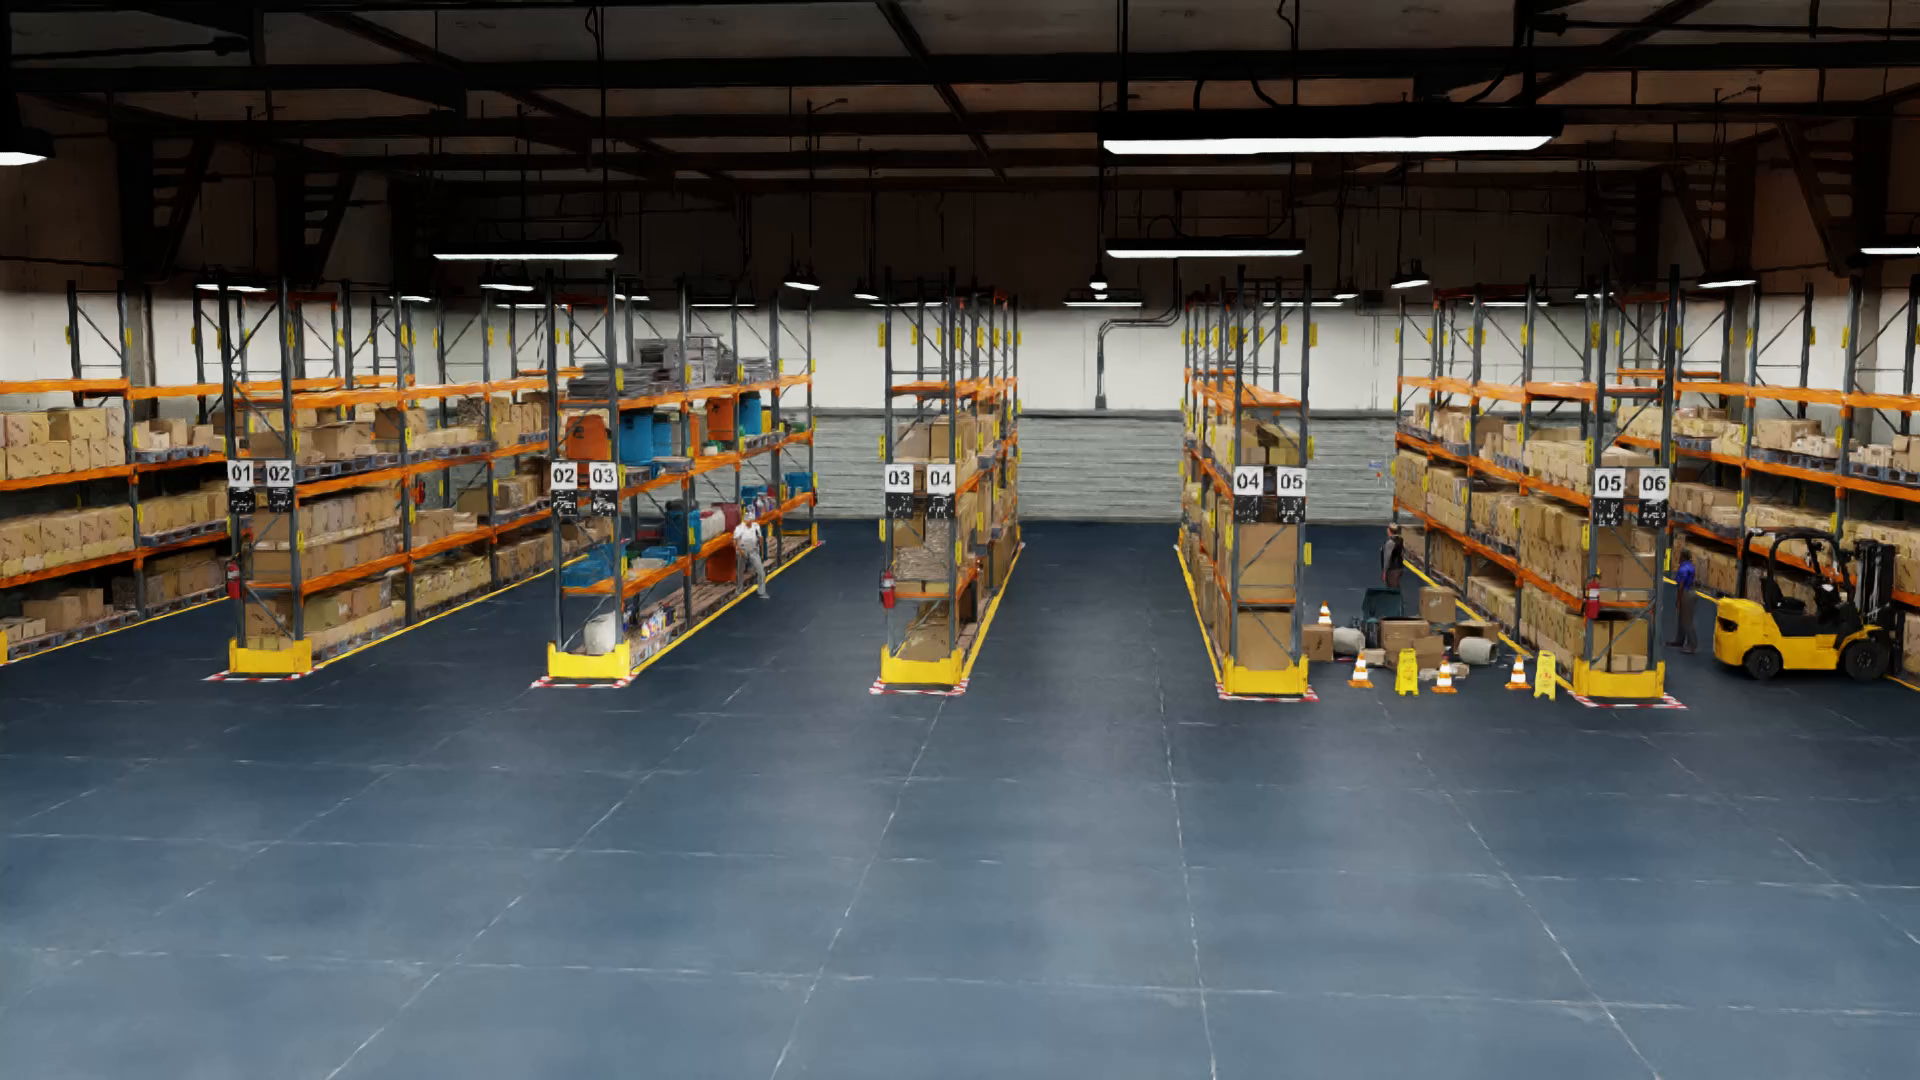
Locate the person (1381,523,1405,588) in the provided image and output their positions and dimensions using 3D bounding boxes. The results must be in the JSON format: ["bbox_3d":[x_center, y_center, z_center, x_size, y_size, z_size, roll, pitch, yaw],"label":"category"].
[{"bbox_3d":[7.656,0.549,29.589,0.576,1.709,0.626,5,8,33],"label":"person"}]

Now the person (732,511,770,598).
[{"bbox_3d":[-3.829,0.251,30.282,0.655,1.593,0.825,-1,7,-12],"label":"person"}]

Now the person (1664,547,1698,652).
[{"bbox_3d":[11.592,0.938,26.655,0.551,1.653,0.574,5,9,36],"label":"person"}]
